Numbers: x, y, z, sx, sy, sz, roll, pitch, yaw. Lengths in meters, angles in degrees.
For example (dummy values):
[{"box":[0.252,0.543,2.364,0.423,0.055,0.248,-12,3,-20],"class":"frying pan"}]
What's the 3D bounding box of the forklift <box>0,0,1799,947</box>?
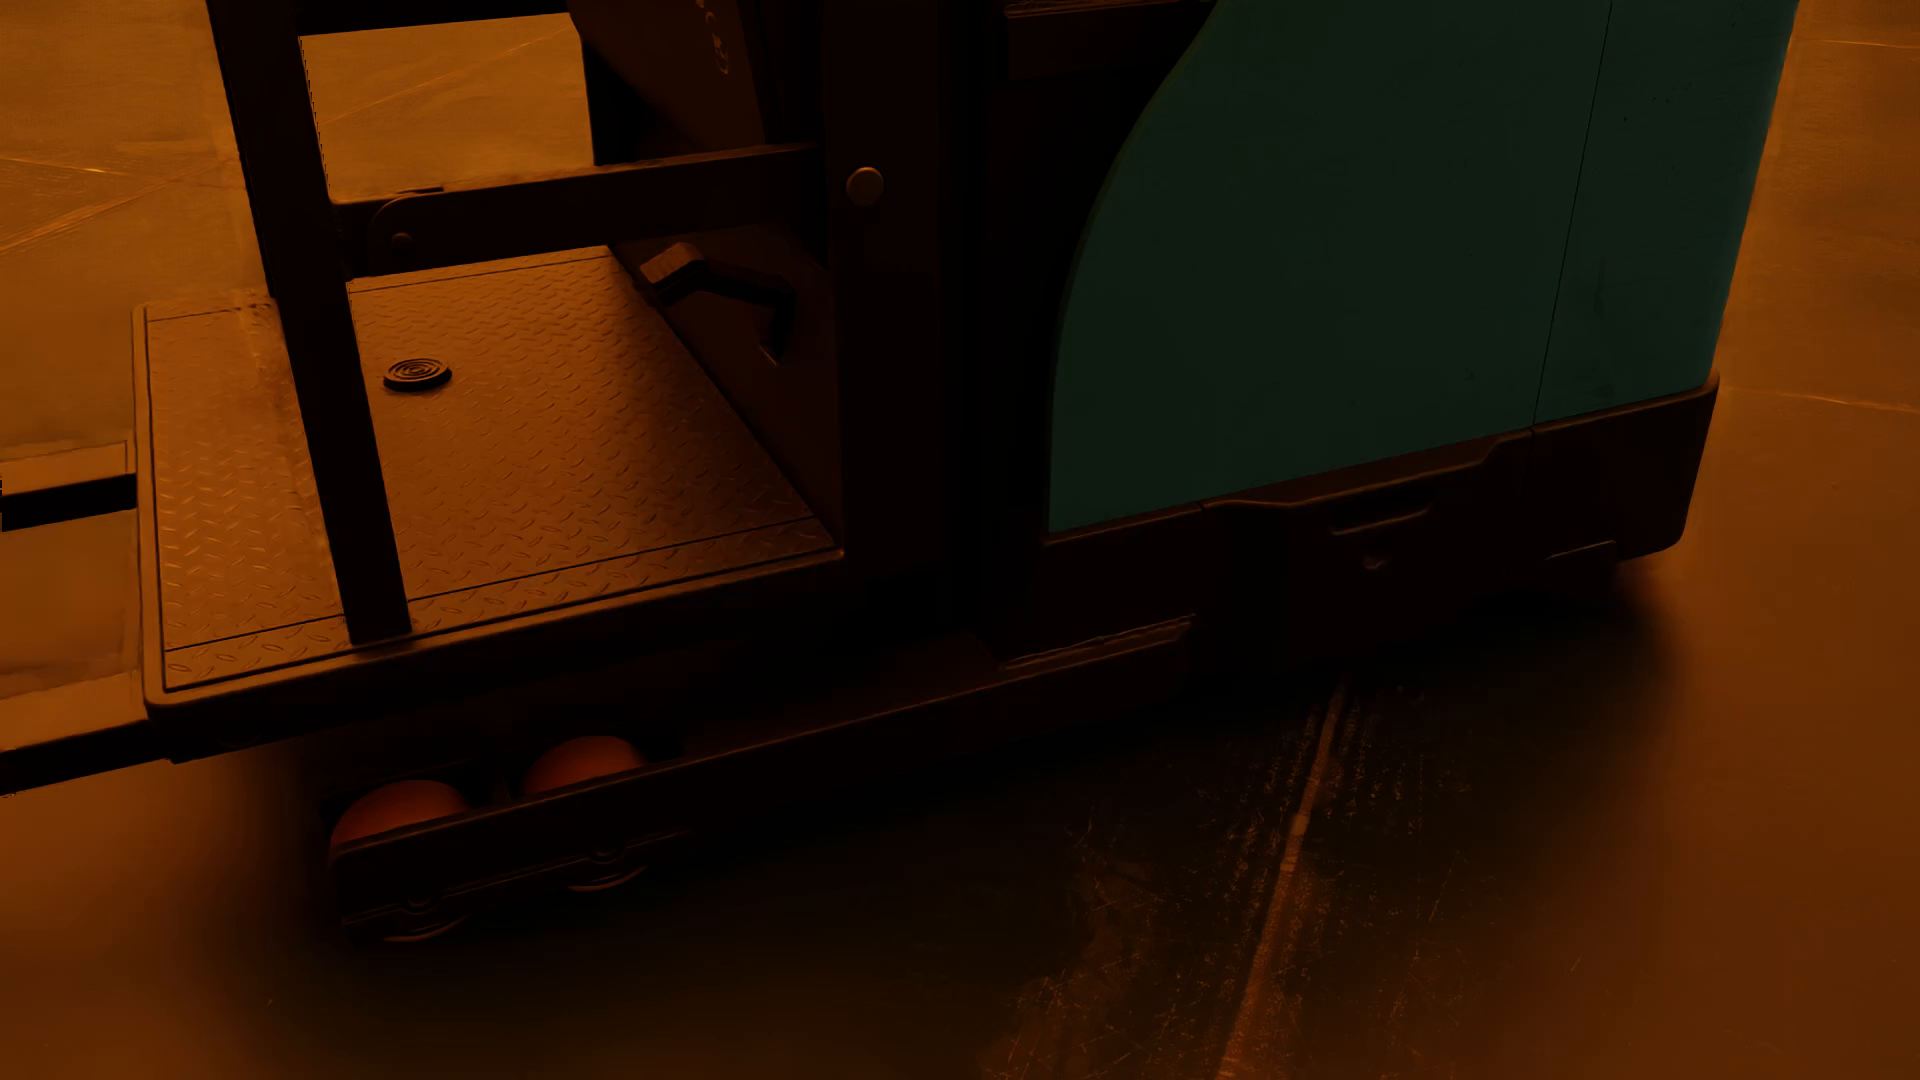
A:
[{"box":[-0.523,-1.150,1.556,3.031,2.935,1.130,-12,32,-21],"class":"forklift"}]
